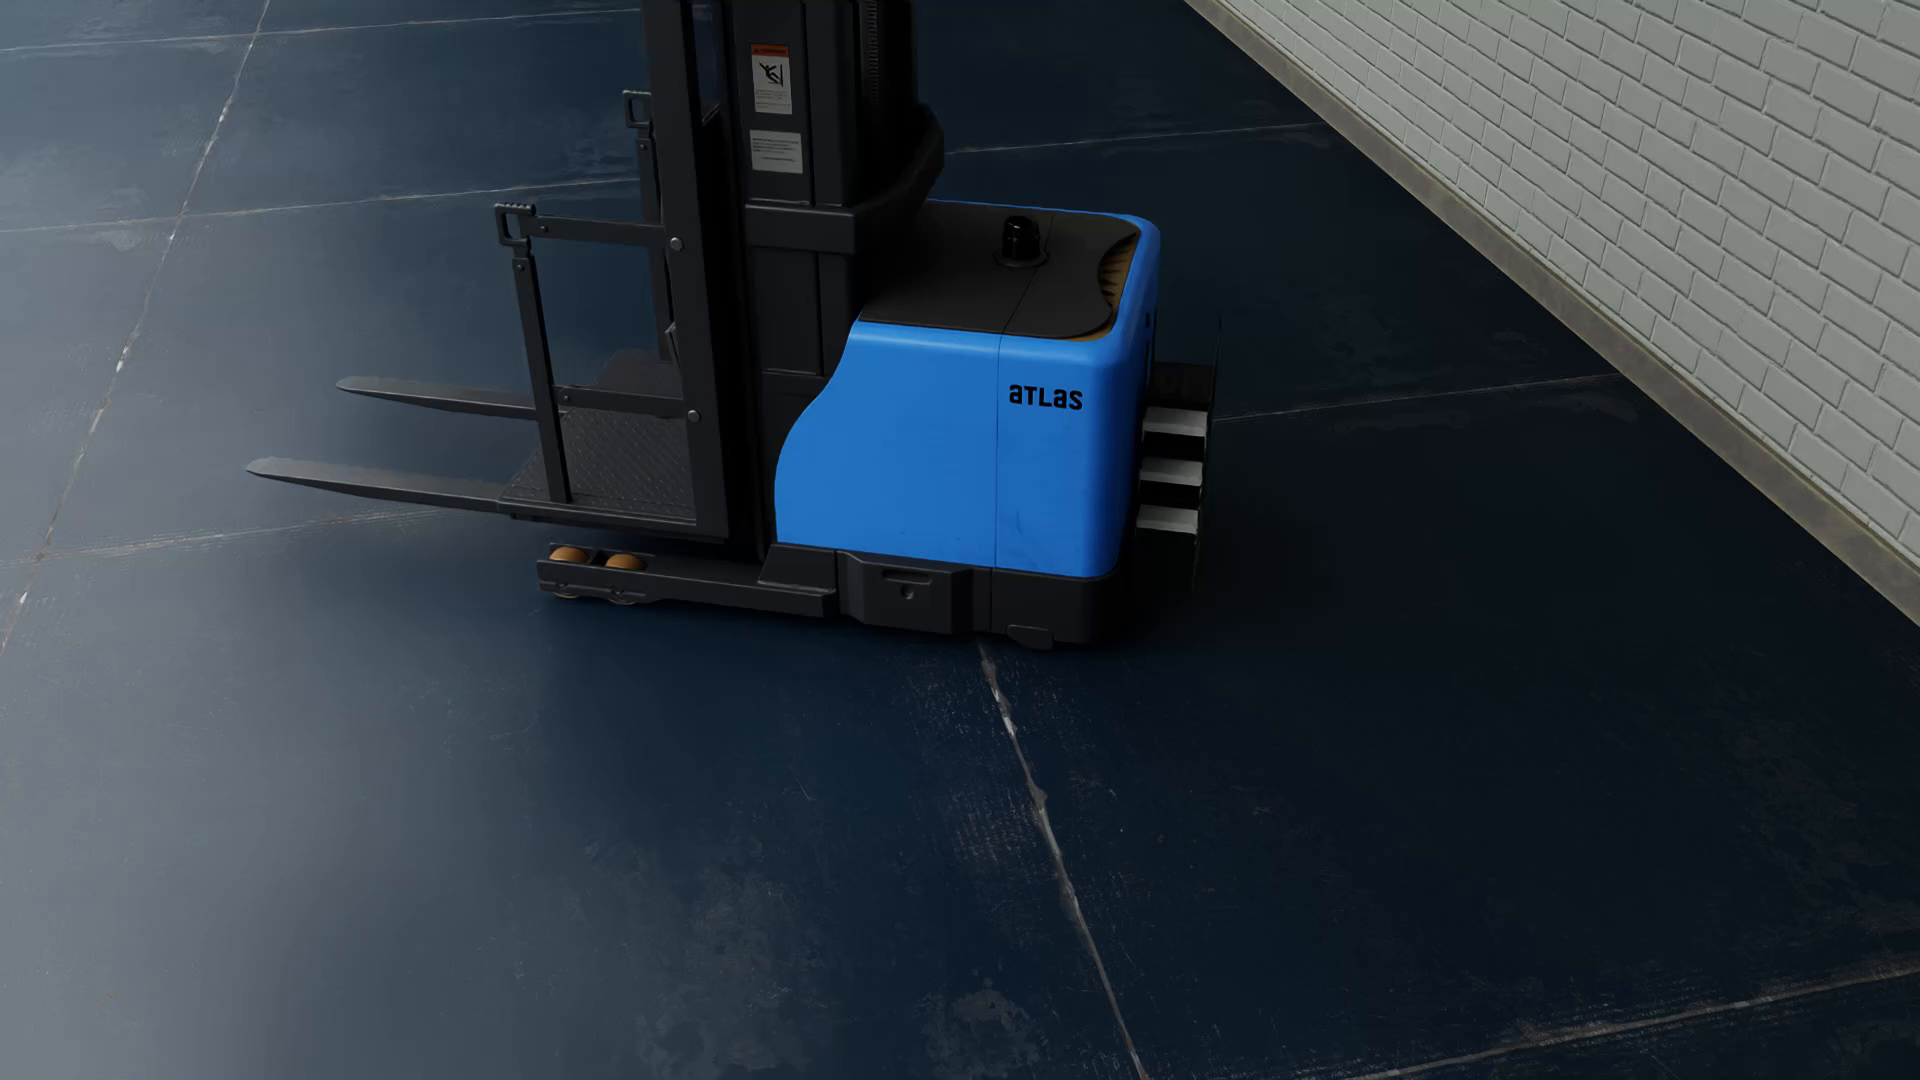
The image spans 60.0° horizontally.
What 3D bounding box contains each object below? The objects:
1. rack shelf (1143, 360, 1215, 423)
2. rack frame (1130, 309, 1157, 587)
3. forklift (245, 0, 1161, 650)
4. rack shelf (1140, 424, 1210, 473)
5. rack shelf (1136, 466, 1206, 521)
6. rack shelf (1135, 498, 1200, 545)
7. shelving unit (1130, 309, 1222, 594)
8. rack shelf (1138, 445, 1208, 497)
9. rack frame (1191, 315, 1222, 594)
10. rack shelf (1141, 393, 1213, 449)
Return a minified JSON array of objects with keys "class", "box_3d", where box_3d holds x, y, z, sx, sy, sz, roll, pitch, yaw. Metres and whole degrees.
[{"class":"rack shelf","box_3d":[0.690,-0.470,5.217,0.200,0.077,0.258,7,34,10]},{"class":"rack frame","box_3d":[0.591,-0.285,5.367,0.006,0.900,0.240,7,34,10]},{"class":"forklift","box_3d":[-0.908,-1.283,5.032,3.031,2.935,1.130,7,34,10]},{"class":"rack shelf","box_3d":[0.690,-0.320,5.318,0.200,0.077,0.258,7,34,10]},{"class":"rack shelf","box_3d":[0.690,-0.171,5.418,0.200,0.077,0.258,7,34,10]},{"class":"rack shelf","box_3d":[0.690,-0.096,5.468,0.200,0.077,0.258,7,34,10]},{"class":"shelving unit","box_3d":[0.690,-0.273,5.349,0.210,0.900,0.258,7,34,10]},{"class":"rack shelf","box_3d":[0.690,-0.245,5.368,0.200,0.077,0.258,7,34,10]},{"class":"rack frame","box_3d":[0.790,-0.261,5.332,0.006,0.900,0.240,7,34,10]},{"class":"rack shelf","box_3d":[0.690,-0.395,5.267,0.200,0.077,0.258,7,34,10]}]
